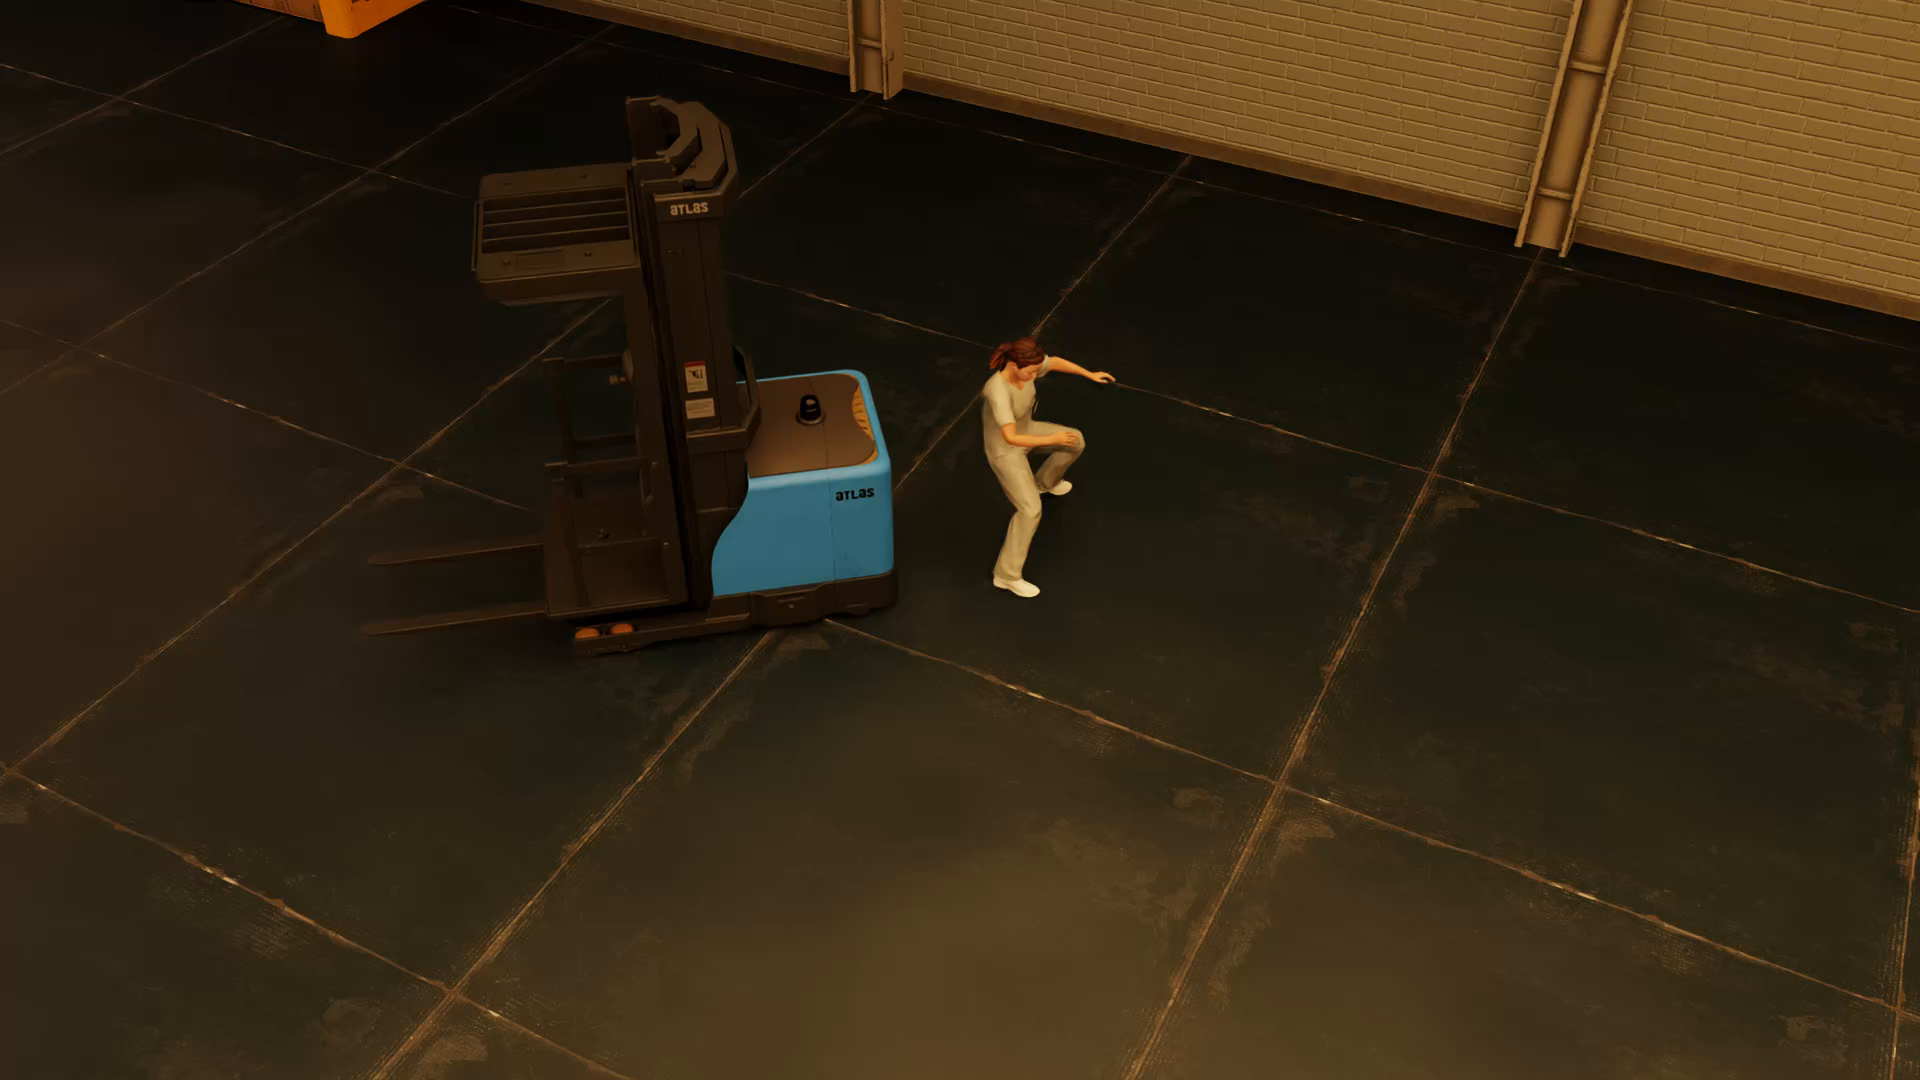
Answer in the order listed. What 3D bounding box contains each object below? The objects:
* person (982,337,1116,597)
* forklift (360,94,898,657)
[{"bbox_3d":[0.459,-0.570,9.813,0.649,1.449,1.068,21,45,23],"label":"person"},{"bbox_3d":[-1.935,-0.828,8.969,3.031,2.935,1.130,-7,41,-9],"label":"forklift"}]
